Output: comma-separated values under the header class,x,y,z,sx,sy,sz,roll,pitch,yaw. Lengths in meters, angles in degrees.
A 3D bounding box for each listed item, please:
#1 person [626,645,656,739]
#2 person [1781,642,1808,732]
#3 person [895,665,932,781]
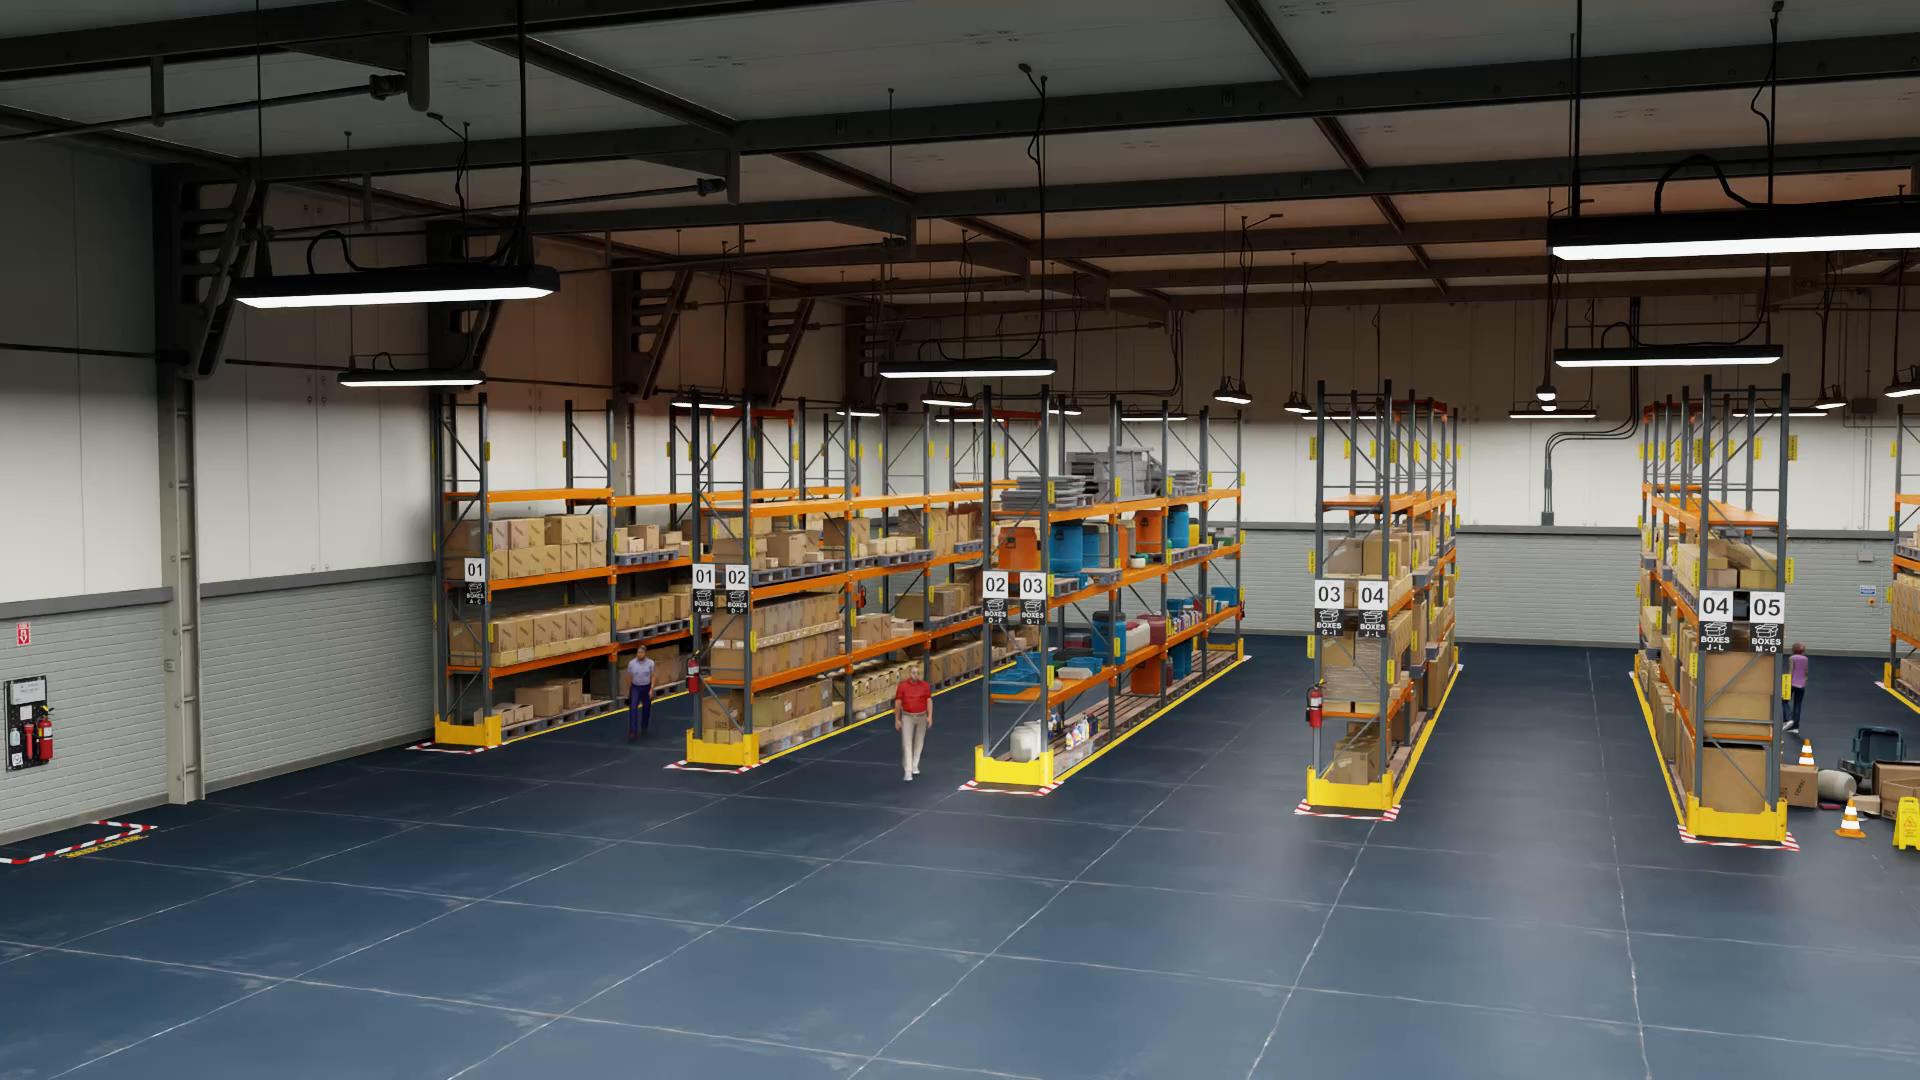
class,x,y,z,sx,sy,sz,roll,pitch,yaw
person,-5.583,2.633,29.052,0.525,1.592,0.991,-1,3,-17
person,14.846,2.621,29.541,0.434,1.604,0.447,1,3,15
person,-0.685,2.774,25.496,0.575,1.697,0.812,-1,3,-20
